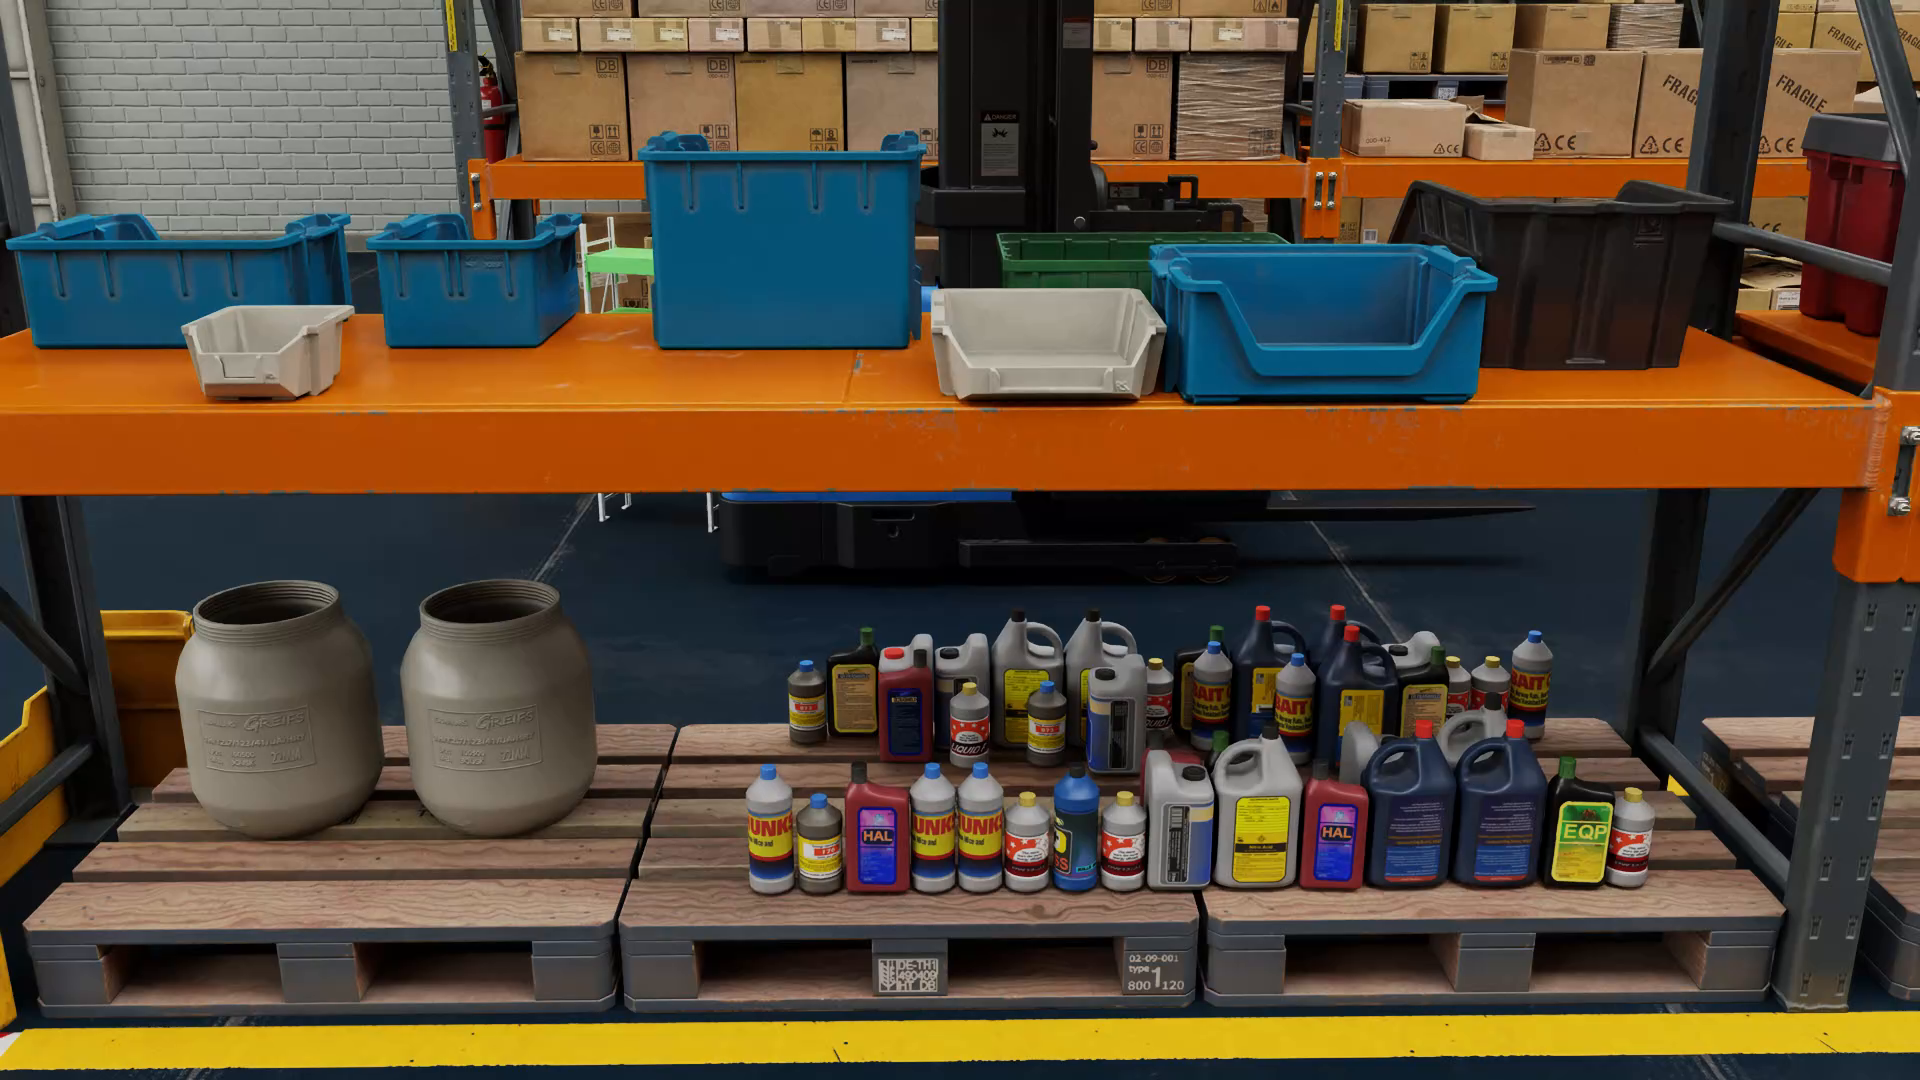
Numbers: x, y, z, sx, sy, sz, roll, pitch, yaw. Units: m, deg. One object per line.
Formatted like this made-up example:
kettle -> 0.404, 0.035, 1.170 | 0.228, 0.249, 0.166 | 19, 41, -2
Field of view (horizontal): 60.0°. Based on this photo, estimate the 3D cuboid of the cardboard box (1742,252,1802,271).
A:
cardboard box -> 4.143, -1.364, 8.784 | 0.500, 0.311, 0.500 | -1, 18, -2

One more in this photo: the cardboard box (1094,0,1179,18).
cardboard box -> 0.759, -2.765, 7.968 | 0.500, 0.500, 0.700 | 0, 18, -1

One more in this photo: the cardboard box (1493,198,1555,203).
cardboard box -> 4.389, -2.672, 13.337 | 0.500, 0.500, 0.700 | 0, 18, -1

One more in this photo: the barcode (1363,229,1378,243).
barcode -> 1.969, -1.457, 7.979 | 0.075, 0.075, 0.001 | 0, 18, -1

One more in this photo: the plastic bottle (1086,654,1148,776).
plastic bottle -> 0.382, 0.419, 4.069 | 0.135, 0.276, 0.152 | 0, 18, -1

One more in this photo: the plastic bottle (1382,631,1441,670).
plastic bottle -> 1.133, 0.371, 4.218 | 0.135, 0.276, 0.152 | 0, 18, 1

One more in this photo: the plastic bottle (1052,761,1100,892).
plastic bottle -> 0.245, 0.599, 3.517 | 0.097, 0.271, 0.097 | 0, 18, 0

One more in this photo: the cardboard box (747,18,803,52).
cardboard box -> -0.864, -2.385, 7.847 | 0.250, 0.149, 0.380 | -1, 18, -3

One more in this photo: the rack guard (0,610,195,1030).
rack guard -> -2.142, 0.601, 3.855 | 0.348, 0.500, 1.175 | 0, 18, -1

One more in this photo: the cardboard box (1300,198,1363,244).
cardboard box -> 2.877, -2.665, 13.317 | 0.500, 0.500, 0.700 | -1, 18, -2

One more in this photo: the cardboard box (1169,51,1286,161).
cardboard box -> 1.264, -2.150, 8.175 | 0.500, 0.500, 0.700 | -1, 18, -2

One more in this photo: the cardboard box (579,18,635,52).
cardboard box -> -1.632, -2.382, 7.836 | 0.250, 0.149, 0.380 | -1, 18, -2

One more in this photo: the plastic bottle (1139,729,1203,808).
plastic bottle -> 0.463, 0.551, 3.646 | 0.133, 0.283, 0.061 | 0, 18, -1

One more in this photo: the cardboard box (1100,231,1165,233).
cardboard box -> 0.747, -1.286, 8.233 | 0.500, 0.500, 0.500 | 0, 18, -1

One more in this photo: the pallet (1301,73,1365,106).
pallet -> 2.392, -3.487, 12.822 | 1.213, 0.211, 1.003 | 0, 18, -1

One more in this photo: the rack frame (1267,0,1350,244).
rack frame -> 1.707, -2.106, 8.203 | 0.127, 3.000, 1.000 | 0, 18, -1

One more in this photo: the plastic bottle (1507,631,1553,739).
plastic bottle -> 1.456, 0.364, 4.249 | 0.097, 0.271, 0.097 | 0, 18, 0

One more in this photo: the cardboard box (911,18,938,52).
cardboard box -> -0.096, -2.388, 7.856 | 0.250, 0.149, 0.380 | 0, 18, 1

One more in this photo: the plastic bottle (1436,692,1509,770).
plastic bottle -> 1.140, 0.505, 3.678 | 0.185, 0.351, 0.144 | 0, 18, -1

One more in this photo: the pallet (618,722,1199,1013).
pallet -> -0.113, 0.731, 3.922 | 1.213, 0.211, 1.003 | 0, 18, -1

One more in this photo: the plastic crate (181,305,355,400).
plastic crate -> -1.318, -0.355, 3.175 | 0.250, 0.136, 0.298 | 0, 18, -1

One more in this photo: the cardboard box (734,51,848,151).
cardboard box -> -0.804, -2.138, 8.137 | 0.500, 0.500, 0.700 | 0, 18, 0

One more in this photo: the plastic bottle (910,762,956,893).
plastic bottle -> -0.057, 0.600, 3.512 | 0.097, 0.271, 0.097 | 0, 18, 0

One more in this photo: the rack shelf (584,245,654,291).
rack shelf -> -1.194, -1.056, 6.514 | 0.480, 0.148, 0.258 | 6, 19, 17

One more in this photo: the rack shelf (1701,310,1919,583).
rack shelf -> 3.782, -0.261, 3.627 | 4.000, 0.370, 1.077 | 0, 18, -1

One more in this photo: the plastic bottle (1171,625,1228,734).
plastic bottle -> 0.614, 0.356, 4.252 | 0.133, 0.283, 0.061 | 1, 18, 2

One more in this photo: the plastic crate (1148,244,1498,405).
plastic crate -> 0.680, -0.435, 3.235 | 0.616, 0.251, 0.499 | 0, 18, -1

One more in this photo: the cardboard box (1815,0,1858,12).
cardboard box -> 6.620, -4.121, 12.572 | 0.500, 0.250, 0.500 | -1, 18, -2

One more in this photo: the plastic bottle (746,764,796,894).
plastic bottle -> -0.400, 0.602, 3.507 | 0.097, 0.271, 0.097 | 0, 18, 0

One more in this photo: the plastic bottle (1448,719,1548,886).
plastic bottle -> 1.142, 0.549, 3.541 | 0.185, 0.351, 0.144 | -1, 18, -2

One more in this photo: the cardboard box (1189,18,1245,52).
cardboard box -> 1.192, -2.396, 7.879 | 0.250, 0.149, 0.380 | -1, 18, -2

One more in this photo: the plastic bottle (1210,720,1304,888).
plastic bottle -> 0.628, 0.552, 3.533 | 0.185, 0.351, 0.144 | 0, 18, -1

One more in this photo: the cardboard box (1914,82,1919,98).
cardboard box -> 7.244, -3.474, 12.845 | 0.250, 0.149, 0.380 | 0, 18, 0

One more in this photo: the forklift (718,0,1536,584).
forklift -> 0.630, -1.399, 6.110 | 3.031, 2.935, 1.130 | 0, 18, -1

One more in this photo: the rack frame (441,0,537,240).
rack frame -> -2.292, -2.087, 8.143 | 0.127, 3.000, 1.000 | 0, 18, -1

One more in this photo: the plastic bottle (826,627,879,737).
plastic bottle -> -0.272, 0.361, 4.239 | 0.133, 0.283, 0.061 | 0, 18, 0

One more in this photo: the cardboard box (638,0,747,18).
cardboard box -> -1.246, -2.755, 7.938 | 0.500, 0.500, 0.700 | -1, 18, -2

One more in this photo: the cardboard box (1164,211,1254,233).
cardboard box -> 1.239, -1.448, 8.736 | 0.500, 0.500, 0.500 | 0, 18, -1

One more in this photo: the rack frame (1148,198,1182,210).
rack frame -> 1.625, -3.619, 12.920 | 0.127, 3.000, 1.000 | 0, 18, -1

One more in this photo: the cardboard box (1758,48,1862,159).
cardboard box -> 4.029, -2.160, 8.207 | 0.500, 0.500, 0.500 | -1, 18, -4

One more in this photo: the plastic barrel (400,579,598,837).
plastic barrel -> -1.060, 0.381, 3.833 | 0.421, 0.512, 0.421 | 0, 18, 0

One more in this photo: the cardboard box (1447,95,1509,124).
cardboard box -> 2.584, -2.103, 8.412 | 0.258, 0.266, 0.396 | -1, 18, -2

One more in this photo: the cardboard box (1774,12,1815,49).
cardboard box -> 6.115, -3.762, 12.680 | 0.500, 0.500, 0.500 | 0, 18, 1

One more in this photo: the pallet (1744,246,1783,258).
pallet -> 6.414, -2.292, 13.346 | 1.213, 0.211, 1.003 | 0, 18, -1

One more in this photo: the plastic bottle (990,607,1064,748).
plastic bottle -> 0.168, 0.339, 4.196 | 0.185, 0.351, 0.144 | 0, 18, 1

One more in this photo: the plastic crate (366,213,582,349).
plastic crate -> -1.073, -0.599, 3.747 | 0.408, 0.251, 0.499 | 0, 18, -1

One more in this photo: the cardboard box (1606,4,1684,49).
cardboard box -> 5.155, -3.890, 12.881 | 0.500, 0.500, 0.700 | -2, 18, -7

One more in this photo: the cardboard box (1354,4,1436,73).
cardboard box -> 3.352, -3.882, 12.854 | 0.500, 0.500, 0.700 | 2, 18, 7

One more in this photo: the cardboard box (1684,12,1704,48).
cardboard box -> 6.093, -3.920, 13.174 | 0.500, 0.500, 0.500 | 0, 18, -1

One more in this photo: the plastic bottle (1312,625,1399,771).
plastic bottle -> 0.970, 0.379, 4.070 | 0.185, 0.351, 0.144 | 0, 18, -1

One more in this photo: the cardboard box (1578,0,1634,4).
cardboard box -> 4.959, -4.188, 12.746 | 0.250, 0.149, 0.380 | -3, 18, -10

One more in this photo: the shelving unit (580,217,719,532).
shelving unit -> -1.194, -0.660, 6.641 | 0.503, 1.200, 0.258 | 6, 19, 17
